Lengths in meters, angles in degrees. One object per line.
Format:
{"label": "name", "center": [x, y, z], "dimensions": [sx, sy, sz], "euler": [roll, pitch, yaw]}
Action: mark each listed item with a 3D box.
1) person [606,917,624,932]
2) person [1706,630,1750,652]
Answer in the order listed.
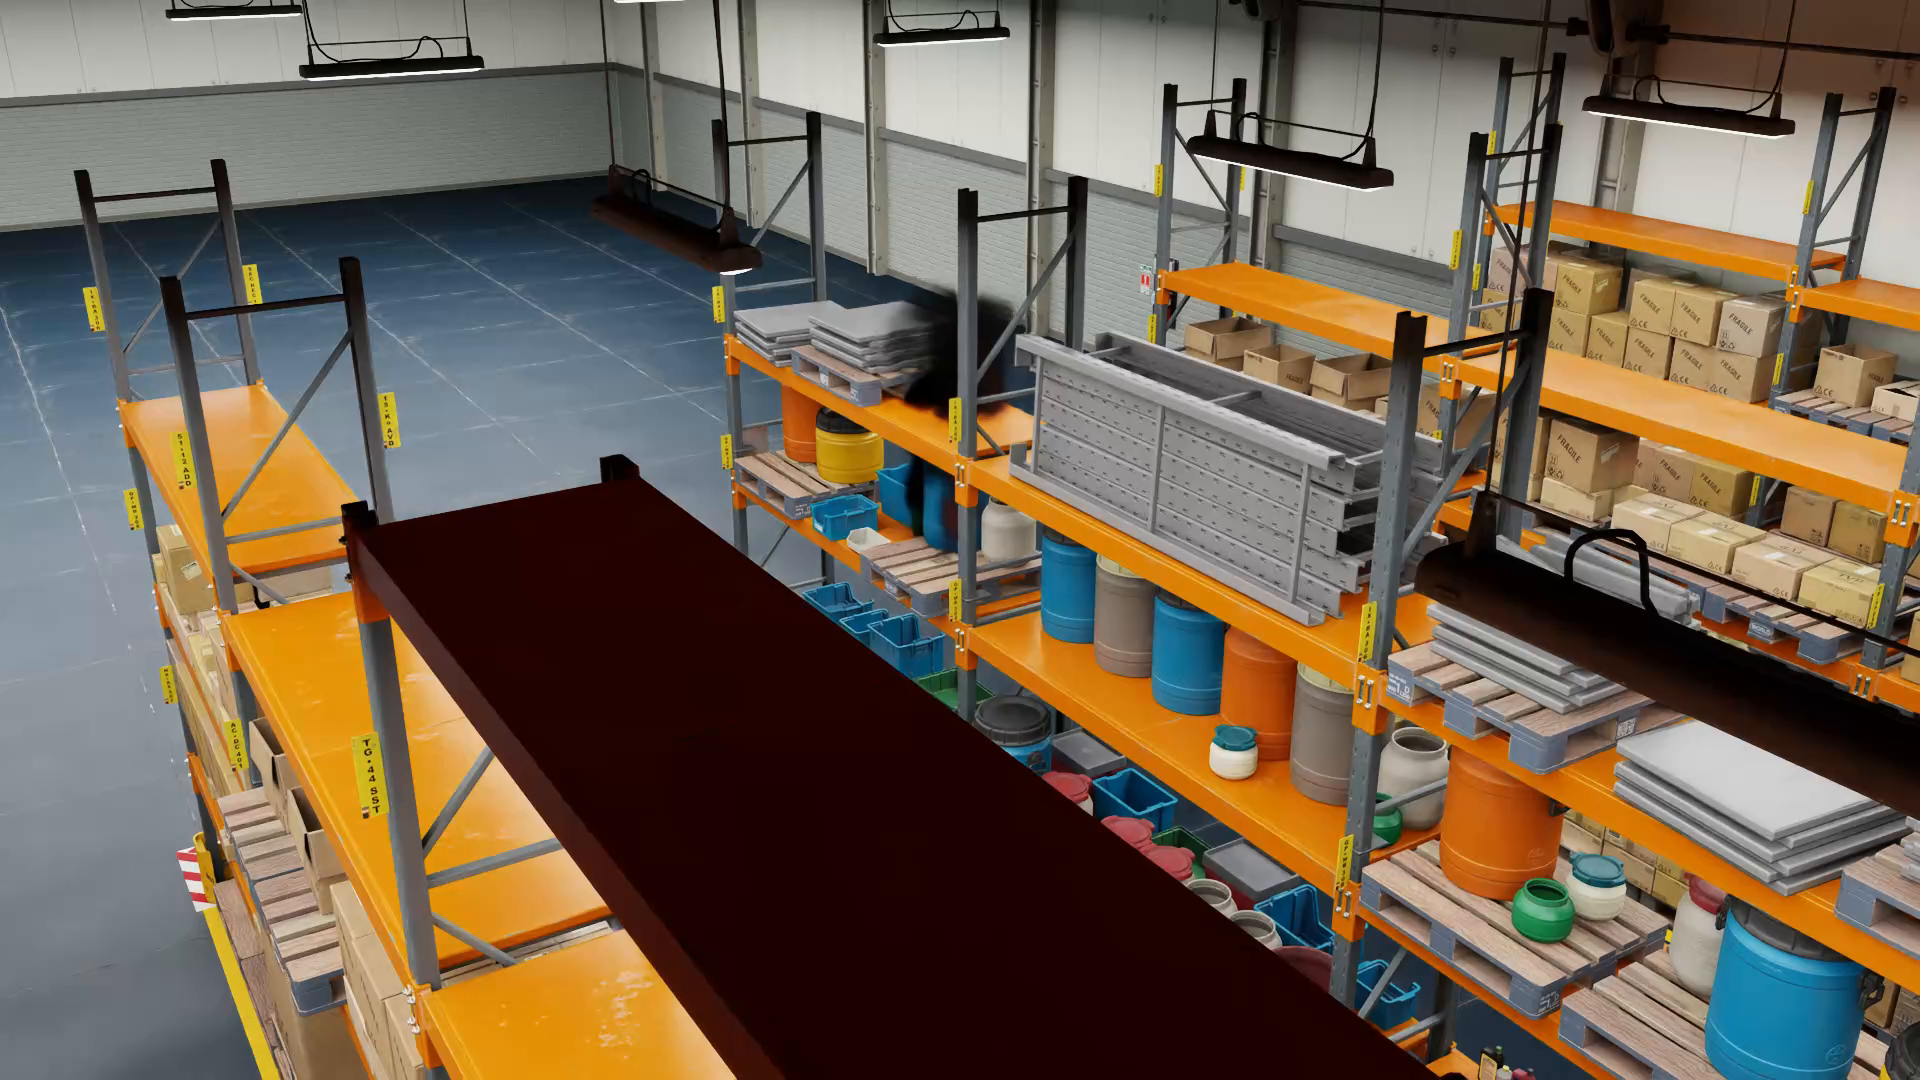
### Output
{"label": "person", "center": [-2.728, 2.546, 12.783], "dimensions": [0.632, 1.706, 0.881], "euler": [-12, 25, -27]}
{"label": "person", "center": [7.081, 1.351, 15.806], "dimensions": [0.579, 1.632, 0.544], "euler": [-11, 24, -25]}
